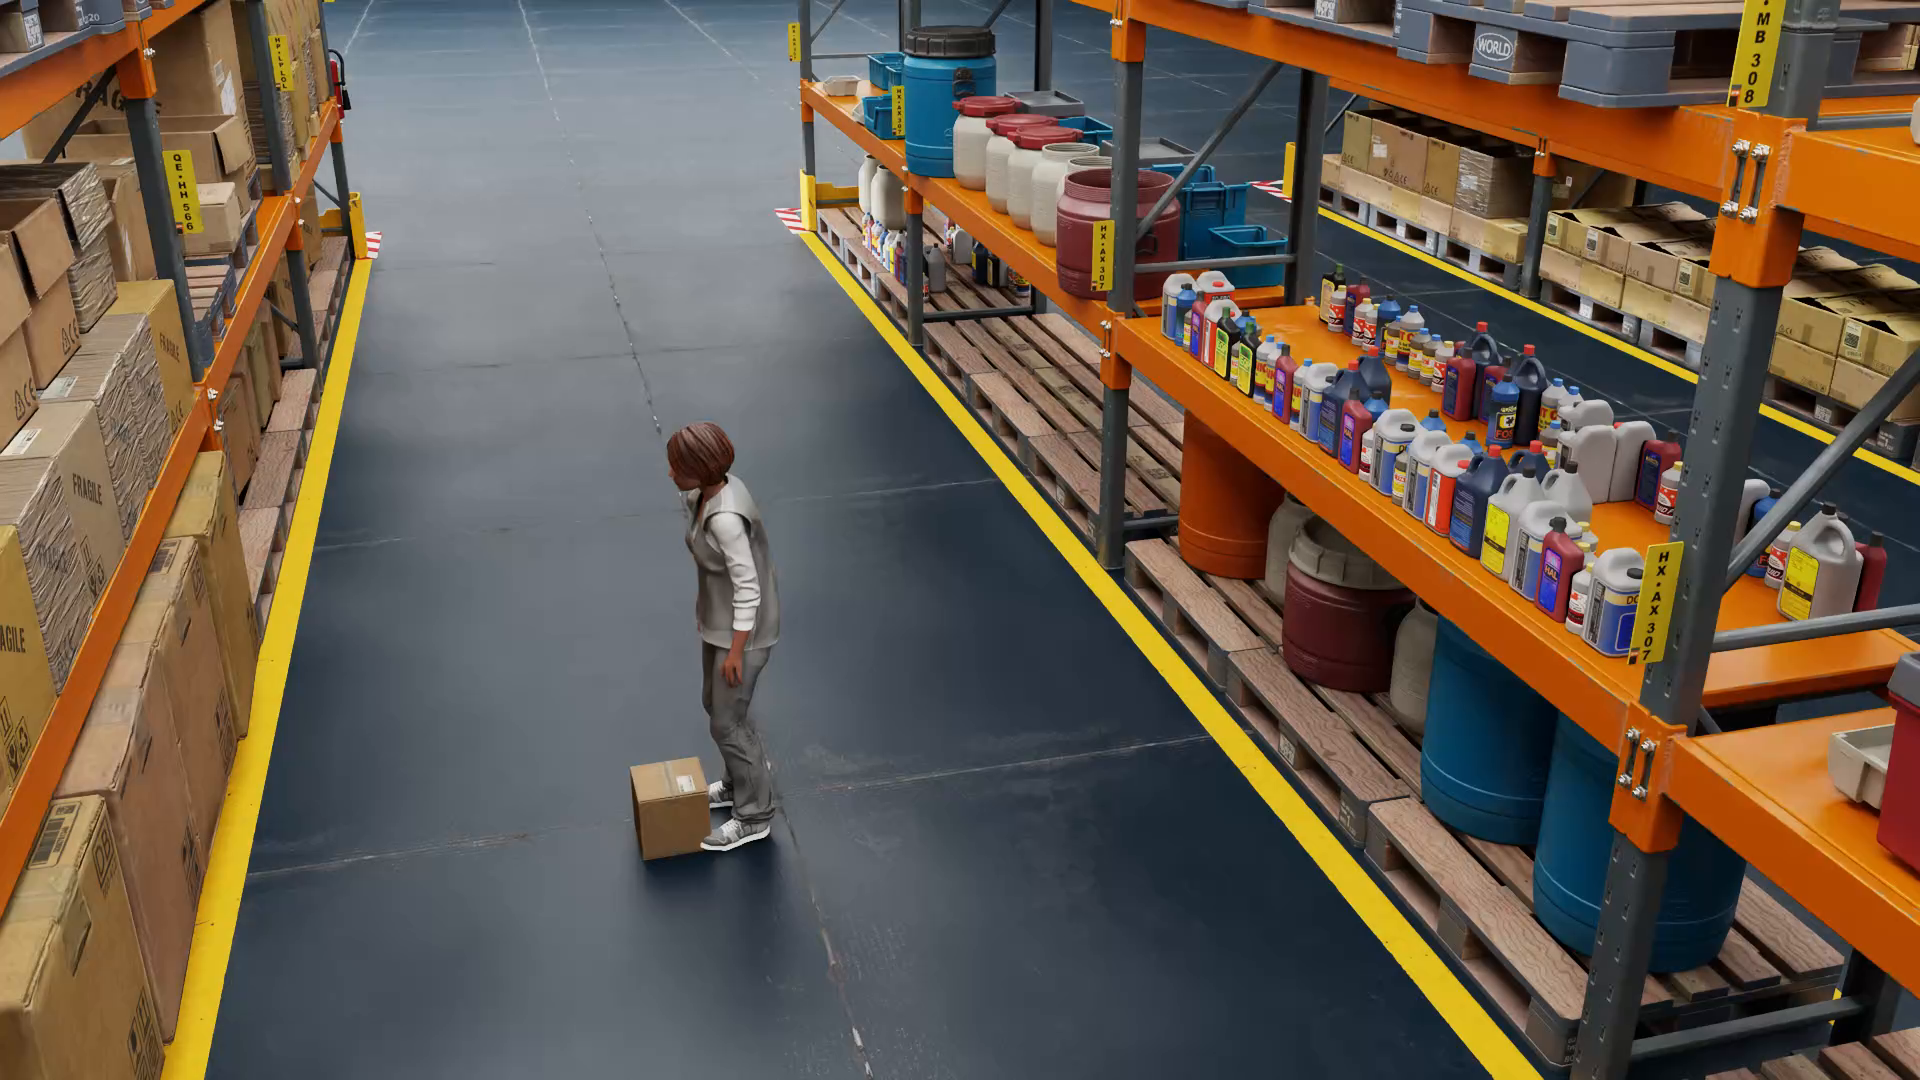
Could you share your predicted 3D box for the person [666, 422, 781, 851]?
[{"bbox_3d":[-0.815,0.335,5.847,0.345,1.581,0.485,-8,24,-17],"label":"person"}]
